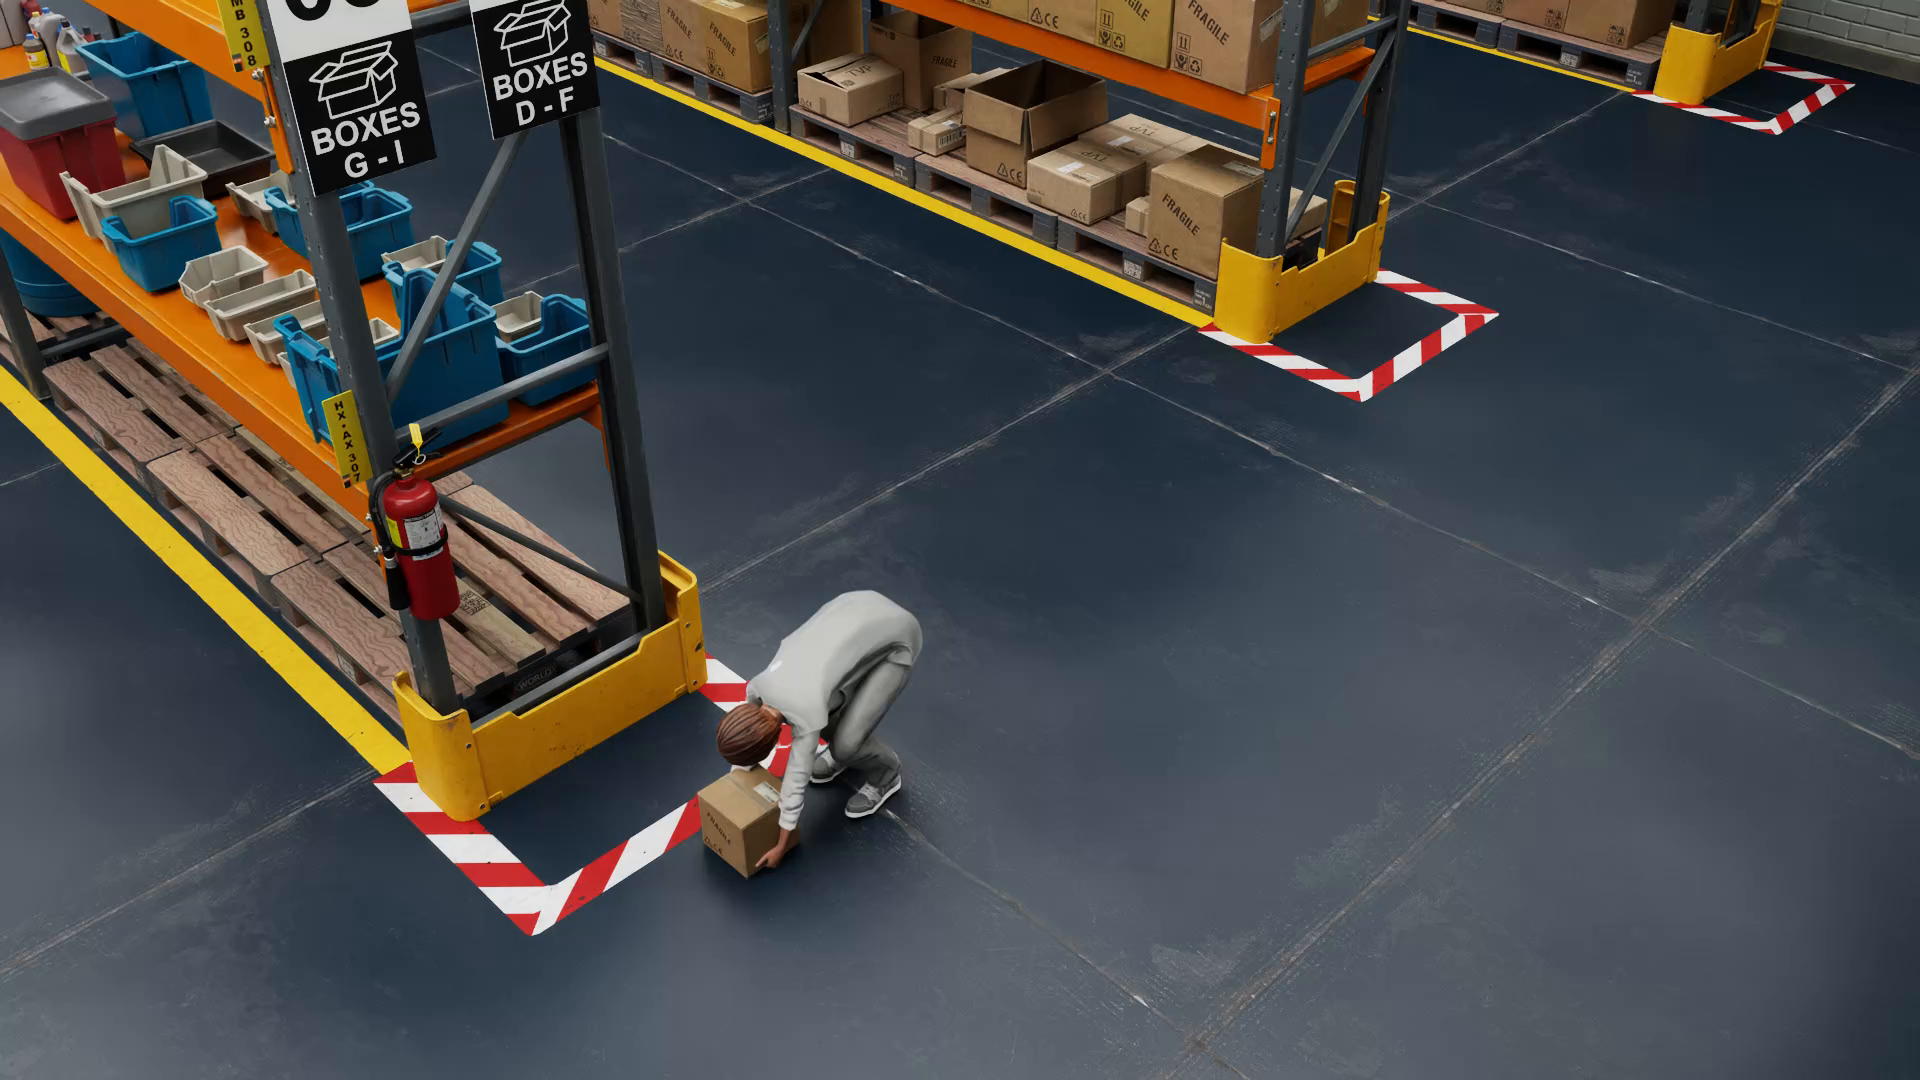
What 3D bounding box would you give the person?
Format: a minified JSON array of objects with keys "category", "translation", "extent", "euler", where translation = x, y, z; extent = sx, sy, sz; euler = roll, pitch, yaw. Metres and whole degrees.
[{"category":"person","translation":[-0.506,0.679,5.937],"extent":[0.826,0.753,0.431],"euler":[-29,45,-34]}]
